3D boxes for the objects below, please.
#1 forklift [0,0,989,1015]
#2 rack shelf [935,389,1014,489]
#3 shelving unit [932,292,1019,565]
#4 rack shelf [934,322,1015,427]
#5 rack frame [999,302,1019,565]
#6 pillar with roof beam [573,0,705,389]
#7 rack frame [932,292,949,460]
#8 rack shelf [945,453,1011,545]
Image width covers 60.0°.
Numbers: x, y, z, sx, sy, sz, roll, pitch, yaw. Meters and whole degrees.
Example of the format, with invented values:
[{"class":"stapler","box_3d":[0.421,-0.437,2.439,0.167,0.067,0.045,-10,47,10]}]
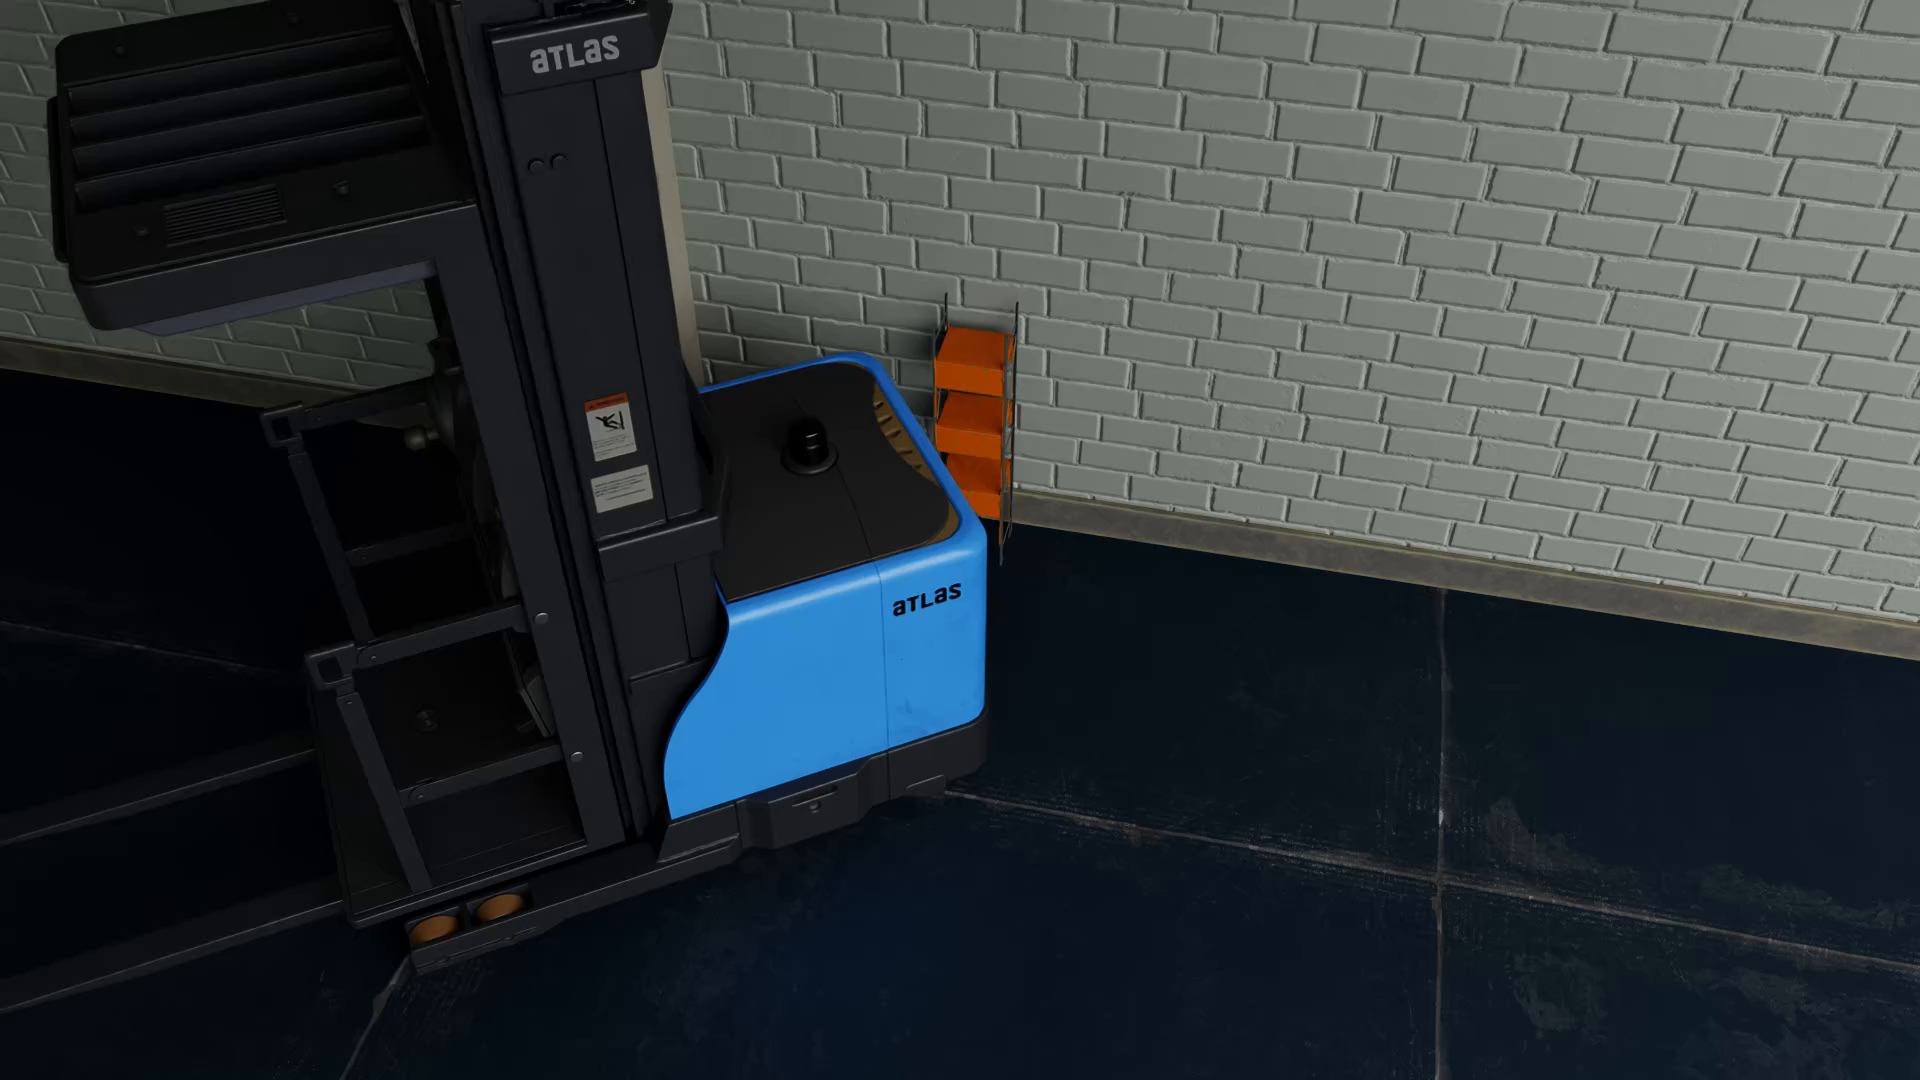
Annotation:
[{"class":"forklift","box_3d":[-1.474,-0.205,4.349,3.031,2.935,1.130,-16,46,-16]},{"class":"rack shelf","box_3d":[0.052,-0.363,5.885,0.240,0.259,0.215,9,45,9]},{"class":"shelving unit","box_3d":[0.052,-0.370,5.877,0.252,1.050,0.215,9,45,9]},{"class":"rack shelf","box_3d":[0.052,-0.567,5.688,0.240,0.259,0.215,9,45,9]},{"class":"rack frame","box_3d":[0.171,-0.352,5.858,0.008,1.050,0.200,9,45,9]},{"class":"pillar with roof beam","box_3d":[-2.122,-0.527,0.309,0.400,9.000,9.100,9,45,9]},{"class":"rack frame","box_3d":[-0.067,-0.389,5.897,0.008,1.050,0.200,9,45,9]},{"class":"rack shelf","box_3d":[0.052,-0.162,6.078,0.240,0.259,0.215,9,45,9]}]
